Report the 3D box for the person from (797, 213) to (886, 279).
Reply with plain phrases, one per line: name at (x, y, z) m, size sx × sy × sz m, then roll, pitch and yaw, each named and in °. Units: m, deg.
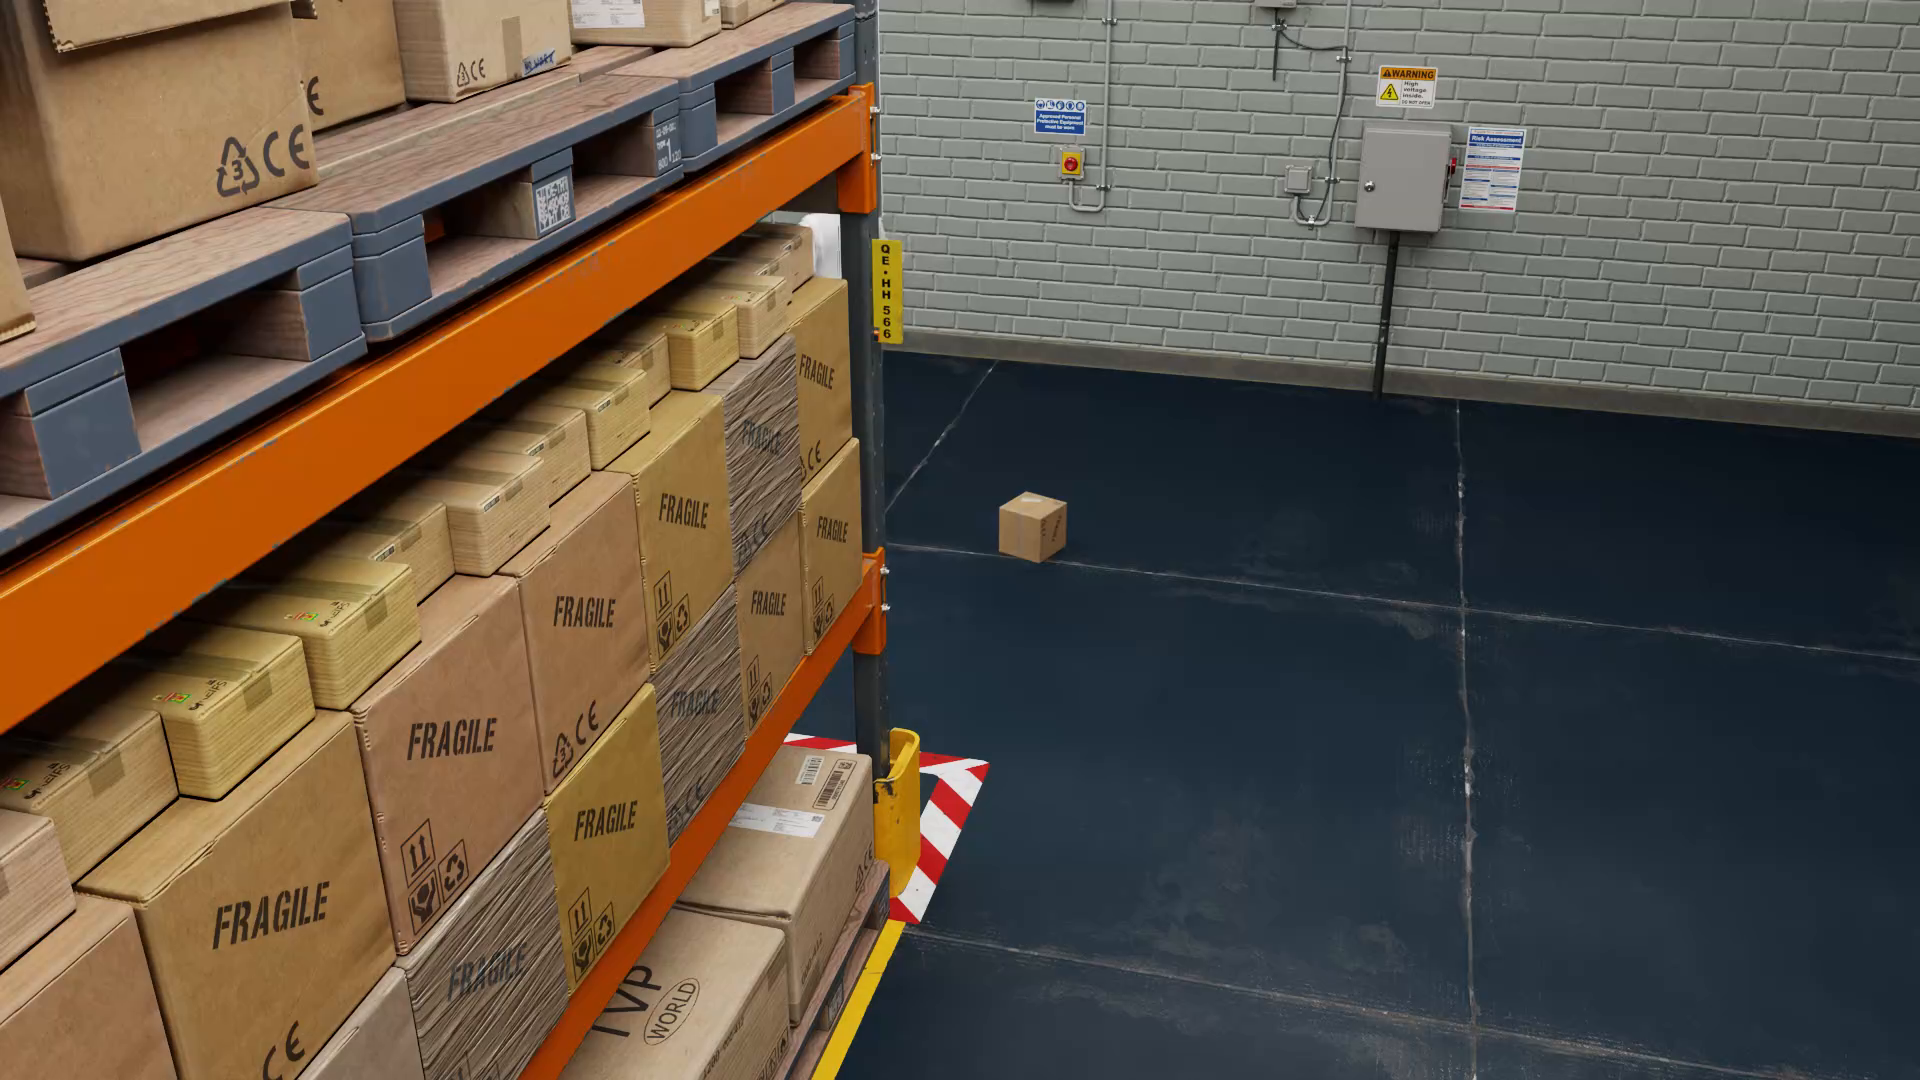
person at (-0.701, -1.334, 9.390) m, size 0.621 × 1.710 × 1.028 m, roll -8°, pitch 26°, yaw -17°
